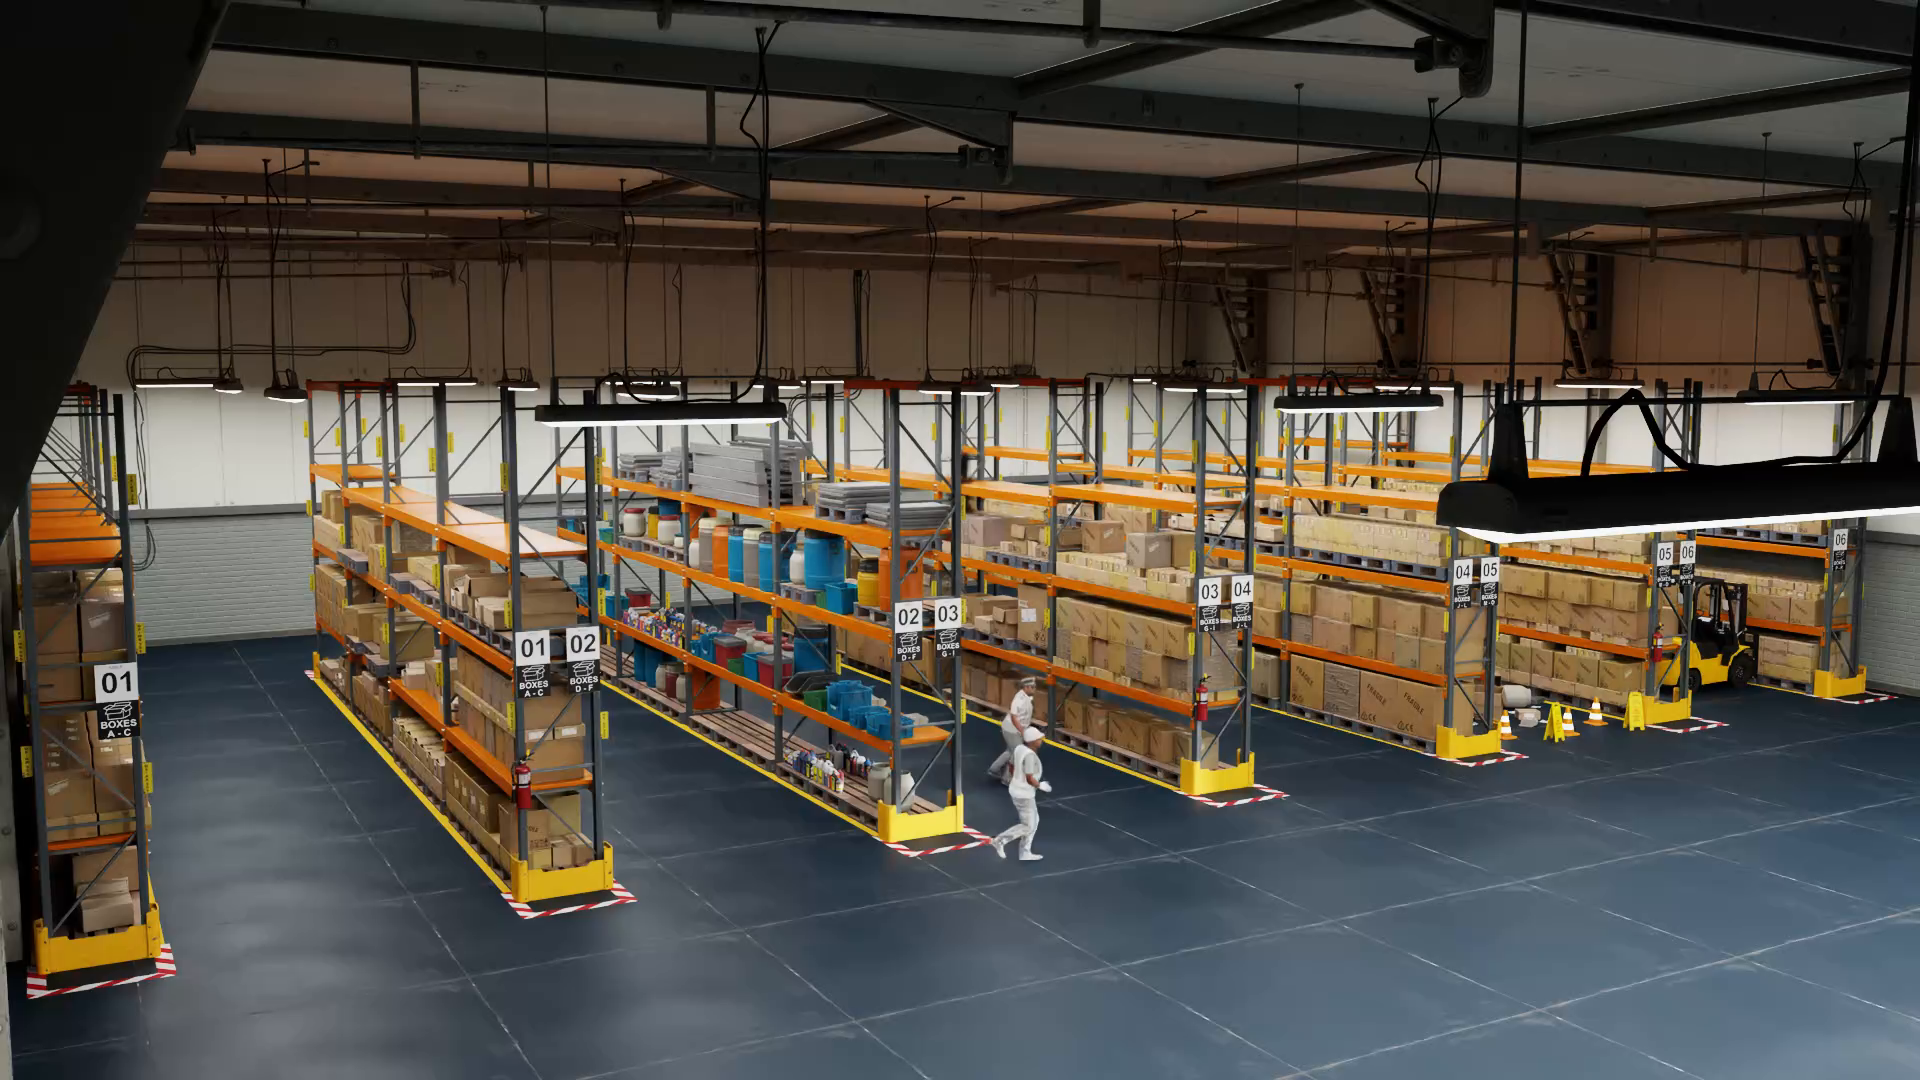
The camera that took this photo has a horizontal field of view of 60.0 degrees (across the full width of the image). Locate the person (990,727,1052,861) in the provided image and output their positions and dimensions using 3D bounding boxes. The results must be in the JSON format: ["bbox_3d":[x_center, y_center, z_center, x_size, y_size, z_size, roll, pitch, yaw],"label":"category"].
[{"bbox_3d":[0.764,3.239,21.116,0.788,1.732,0.669,-1,6,-8],"label":"person"}]

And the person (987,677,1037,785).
[{"bbox_3d":[0.782,2.861,24.886,0.760,1.705,0.665,1,6,11],"label":"person"}]
